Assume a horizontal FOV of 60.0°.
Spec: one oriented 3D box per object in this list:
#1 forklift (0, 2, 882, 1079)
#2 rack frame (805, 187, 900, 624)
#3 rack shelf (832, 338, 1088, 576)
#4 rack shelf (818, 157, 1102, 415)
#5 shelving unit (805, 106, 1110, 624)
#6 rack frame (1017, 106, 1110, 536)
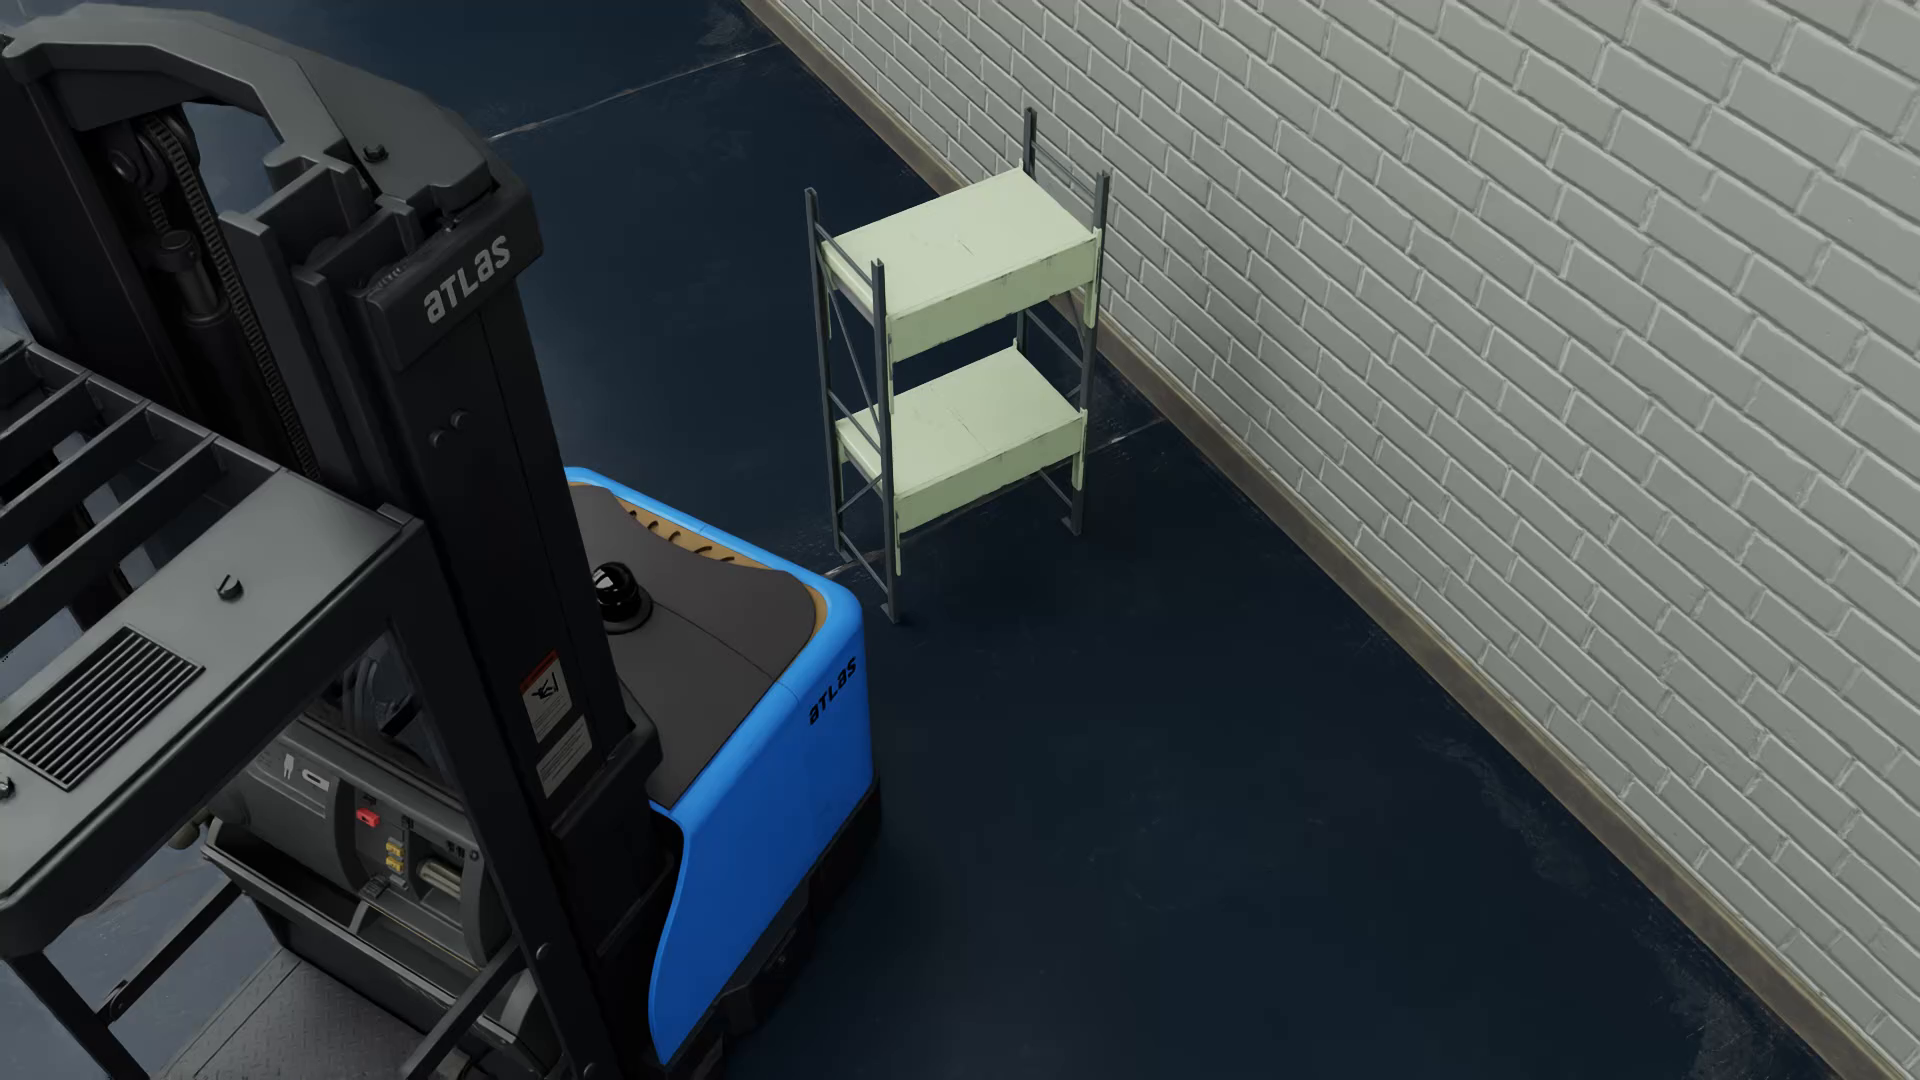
[{"bbox_3d":[-1.409,0.649,3.210,1.130,2.935,3.031,24,52,20],"label":"forklift"},{"bbox_3d":[-0.315,-0.350,5.058,0.023,1.500,0.400,-25,53,-21],"label":"rack frame"},{"bbox_3d":[-0.006,-0.279,5.431,0.720,0.370,0.431,-25,53,-21],"label":"rack shelf"},{"bbox_3d":[-0.006,-0.756,4.896,0.720,0.370,0.431,-25,53,-21],"label":"rack shelf"},{"bbox_3d":[-0.006,-0.496,5.188,0.755,1.500,0.431,-25,53,-21],"label":"shelving unit"},{"bbox_3d":[0.304,-0.642,5.317,0.023,1.500,0.400,-25,53,-21],"label":"rack frame"}]
